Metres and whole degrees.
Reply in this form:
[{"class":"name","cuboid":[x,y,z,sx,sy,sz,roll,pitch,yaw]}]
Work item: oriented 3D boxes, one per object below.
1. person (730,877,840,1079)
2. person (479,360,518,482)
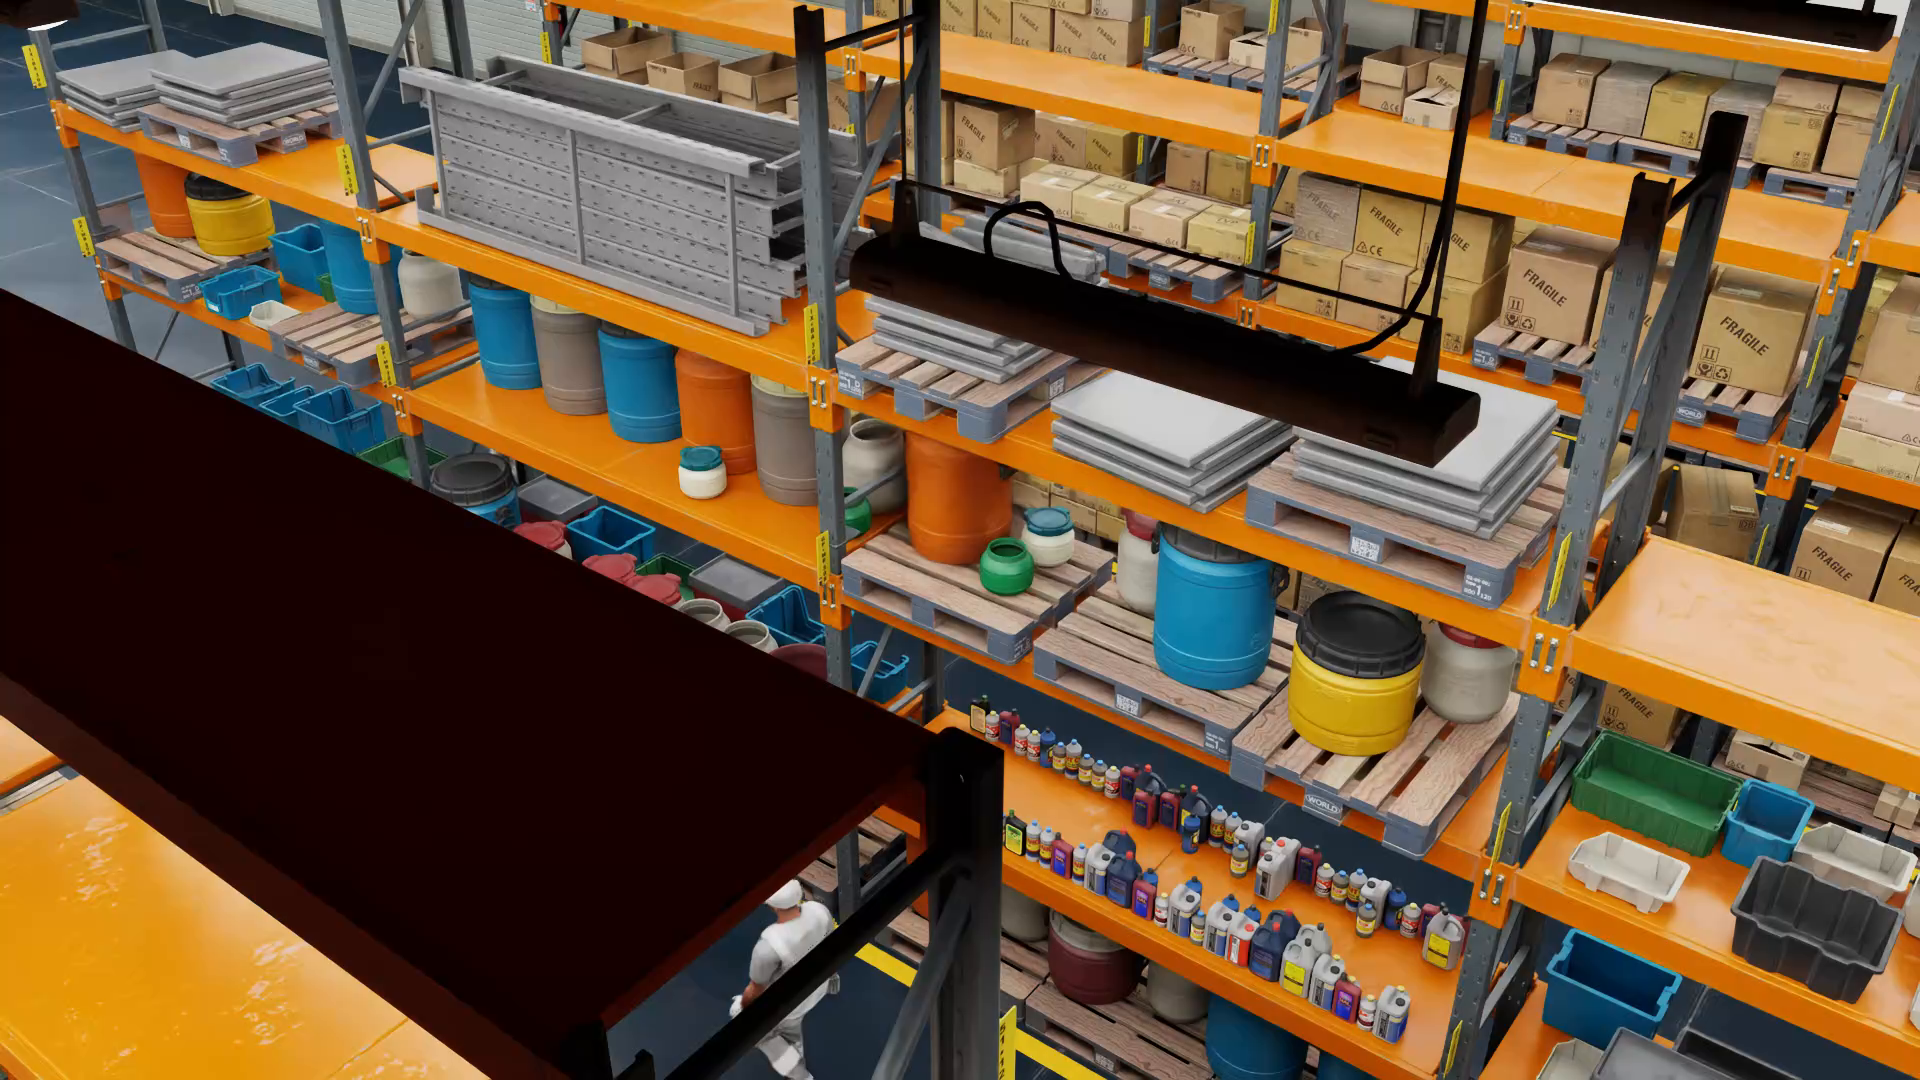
[{"class":"person","cuboid":[-0.988,2.452,9.249,0.608,1.640,0.601,23,38,32]},{"class":"person","cuboid":[-4.269,-1.299,15.708,0.593,1.756,0.512,-26,40,-36]}]
